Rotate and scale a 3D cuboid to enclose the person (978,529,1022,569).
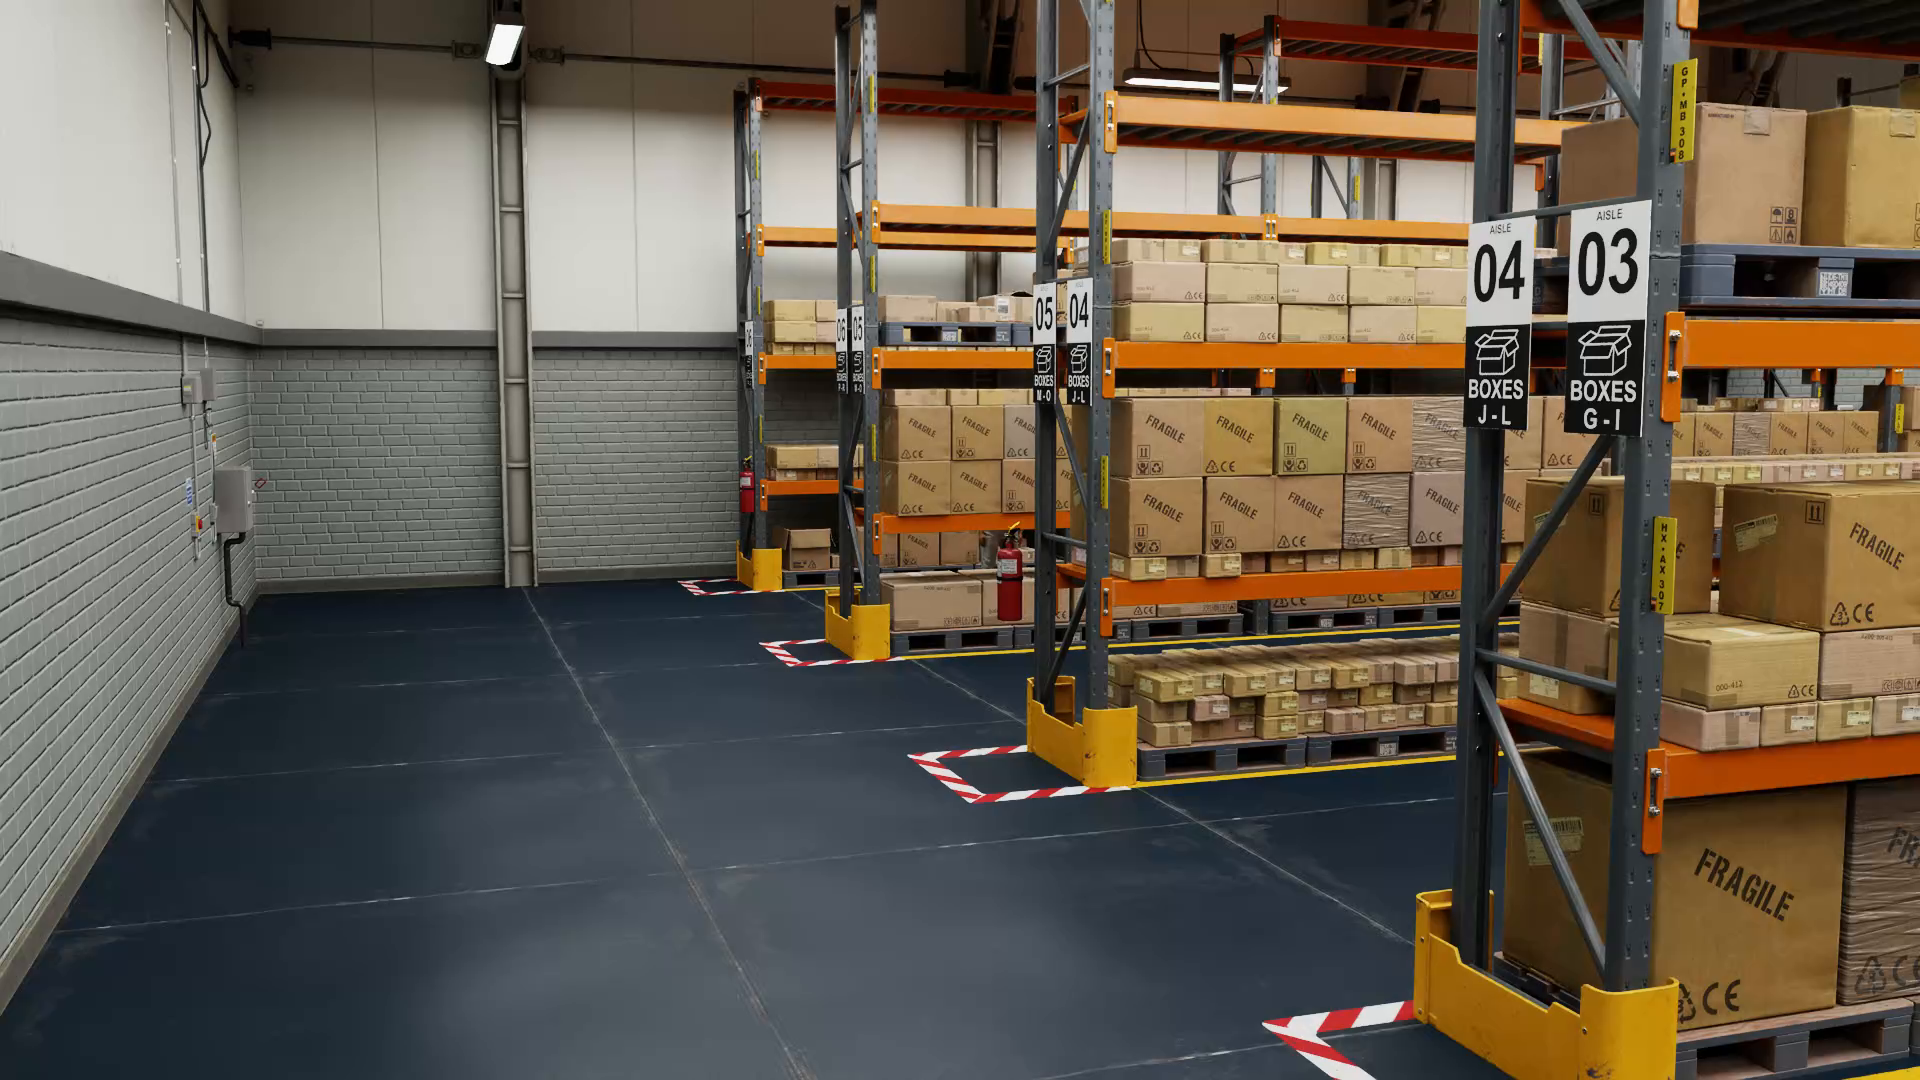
[{"bbox_3d":[0.438,-0.059,18.200,0.538,1.665,0.465,-2,6,-20],"label":"person"}]
